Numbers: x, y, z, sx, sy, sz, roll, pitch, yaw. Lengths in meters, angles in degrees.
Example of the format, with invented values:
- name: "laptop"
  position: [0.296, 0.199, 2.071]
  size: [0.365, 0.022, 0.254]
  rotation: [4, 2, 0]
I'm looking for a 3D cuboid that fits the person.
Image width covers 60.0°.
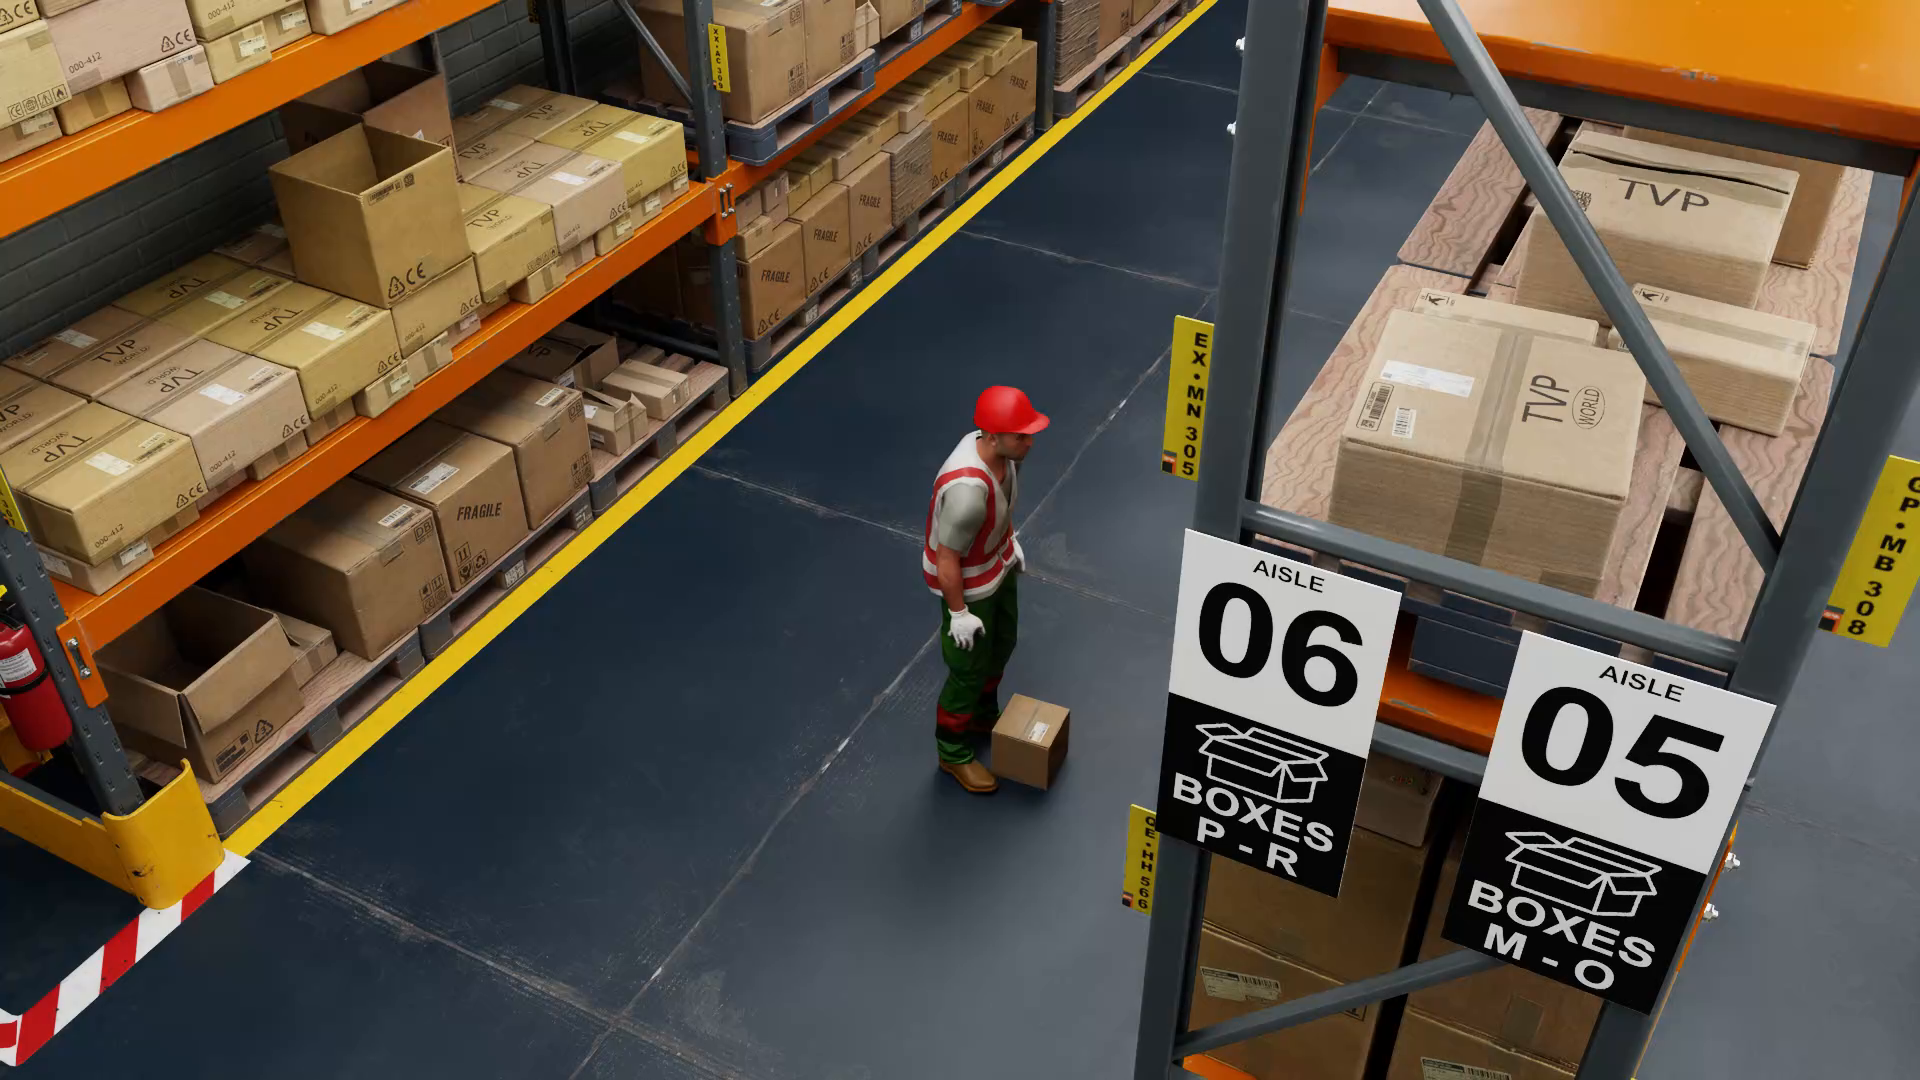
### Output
- name: "person"
  position: [0.096, 0.171, 6.515]
  size: [0.449, 1.780, 0.607]
  rotation: [18, 41, 21]
